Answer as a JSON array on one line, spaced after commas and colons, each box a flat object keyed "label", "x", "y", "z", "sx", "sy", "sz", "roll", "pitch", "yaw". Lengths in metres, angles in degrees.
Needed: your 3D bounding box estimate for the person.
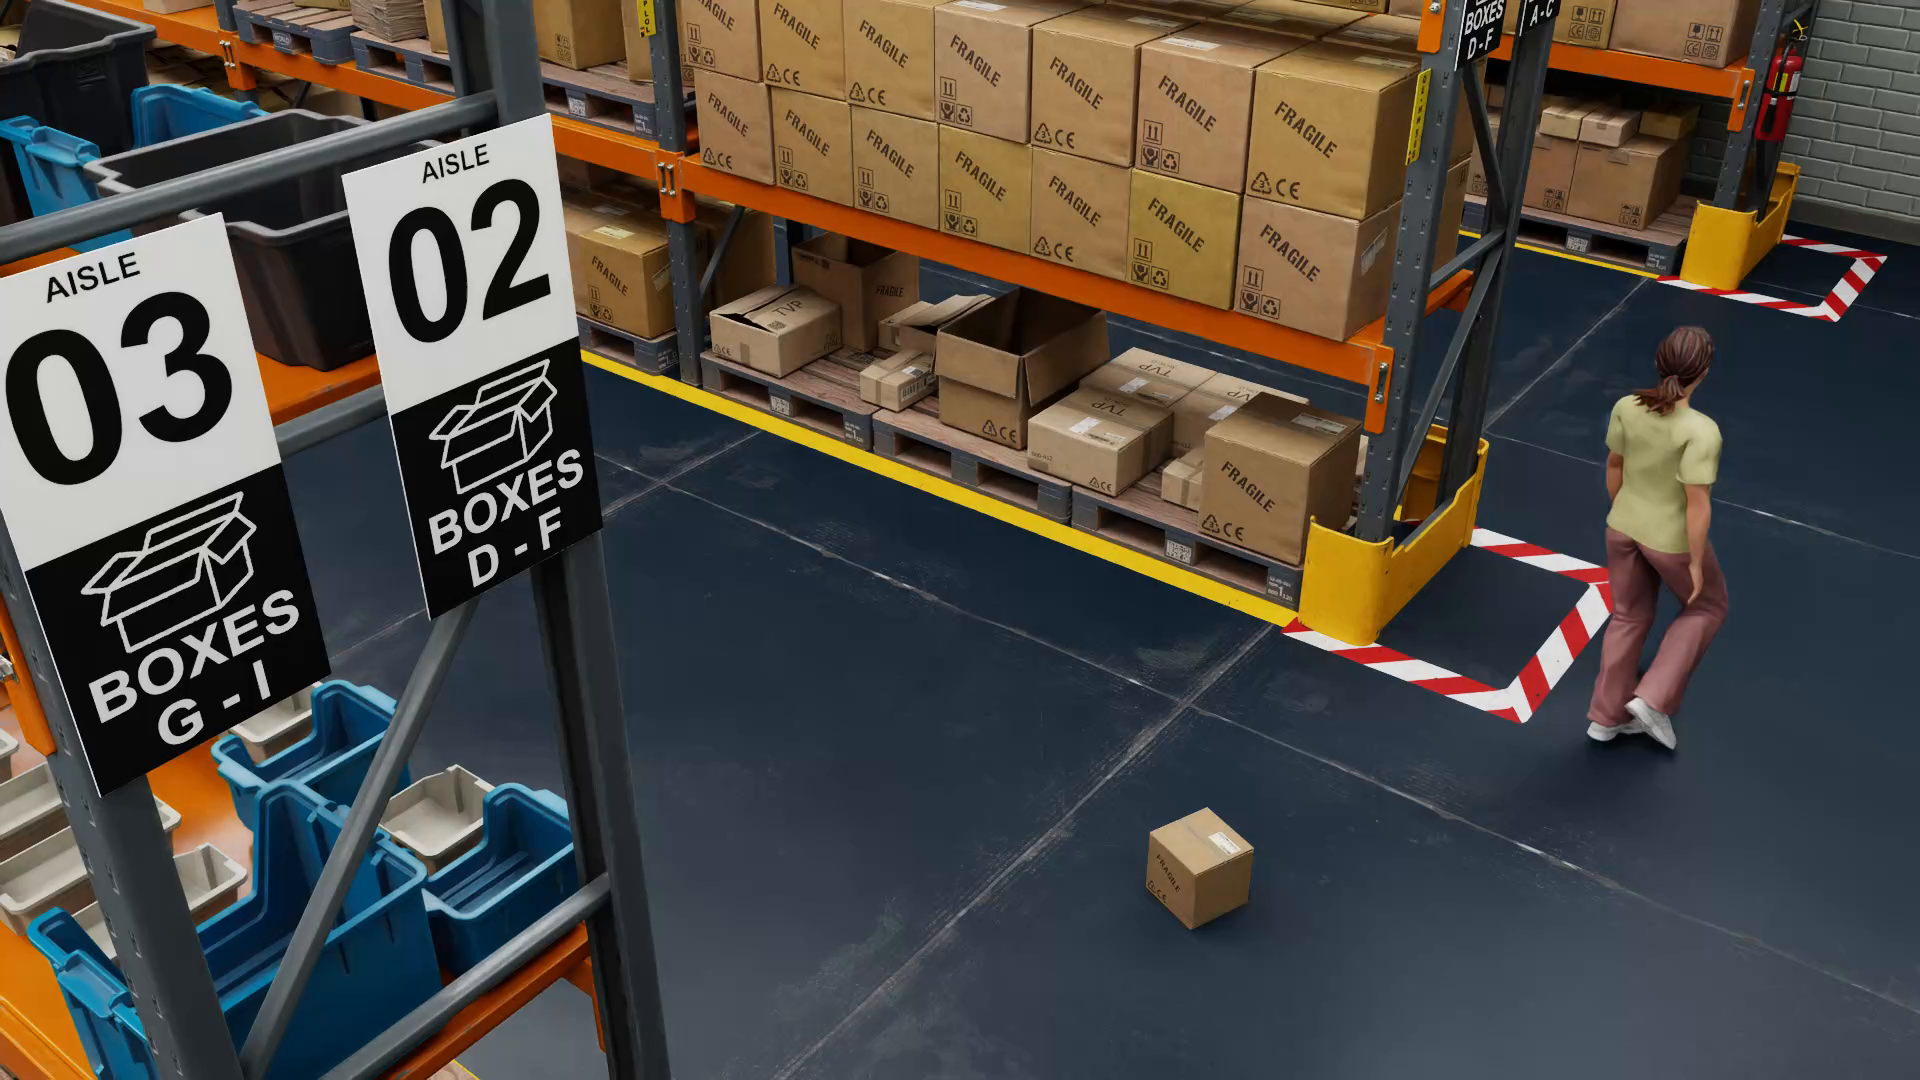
[{"label": "person", "x": 2.585, "y": -0.002, "z": 6.119, "sx": 0.472, "sy": 1.680, "sz": 0.511, "roll": -19, "pitch": 36, "yaw": -28}]
